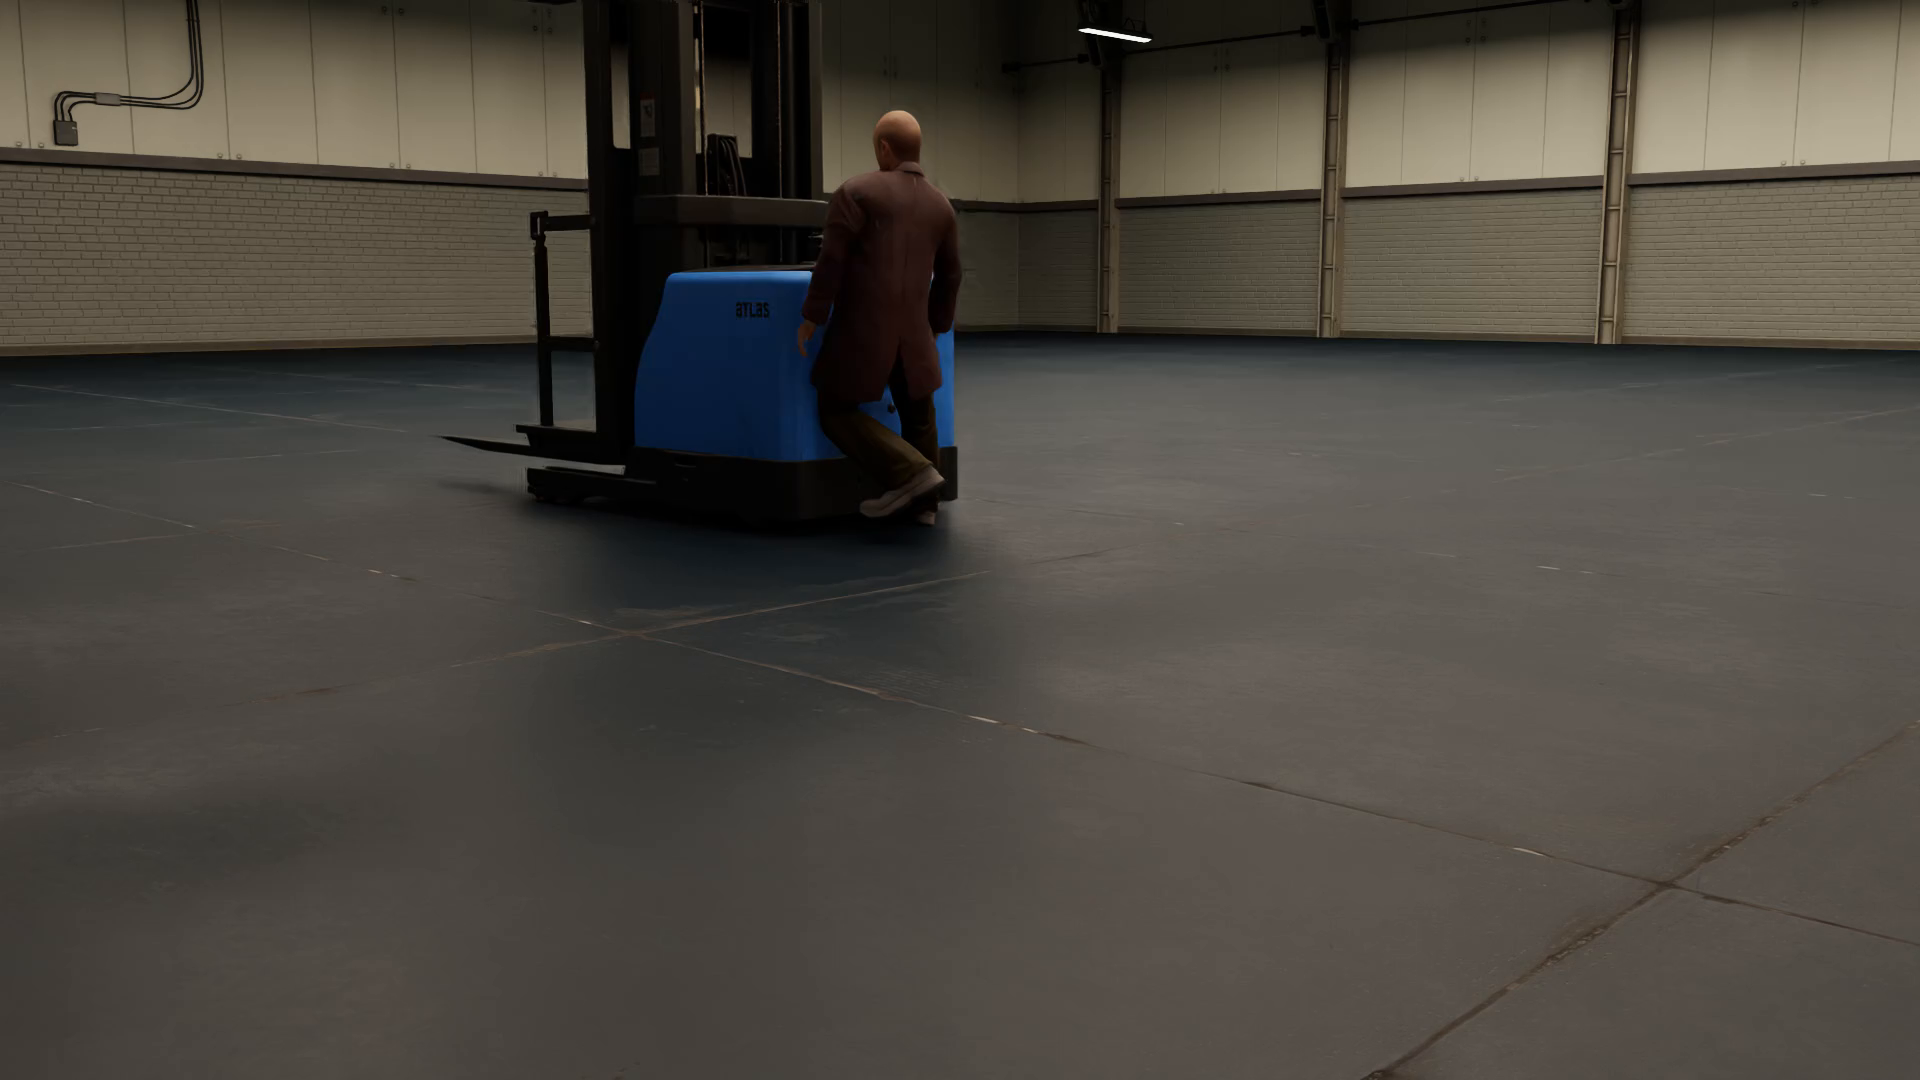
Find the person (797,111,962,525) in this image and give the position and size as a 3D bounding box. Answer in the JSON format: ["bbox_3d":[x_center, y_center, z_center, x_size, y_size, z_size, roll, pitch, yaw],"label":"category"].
[{"bbox_3d":[-0.366,-0.873,6.833,0.771,1.693,0.752,-6,10,-33],"label":"person"}]

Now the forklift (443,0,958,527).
[{"bbox_3d":[-1.431,-1.663,7.918,3.031,2.935,1.130,8,12,42],"label":"forklift"}]
